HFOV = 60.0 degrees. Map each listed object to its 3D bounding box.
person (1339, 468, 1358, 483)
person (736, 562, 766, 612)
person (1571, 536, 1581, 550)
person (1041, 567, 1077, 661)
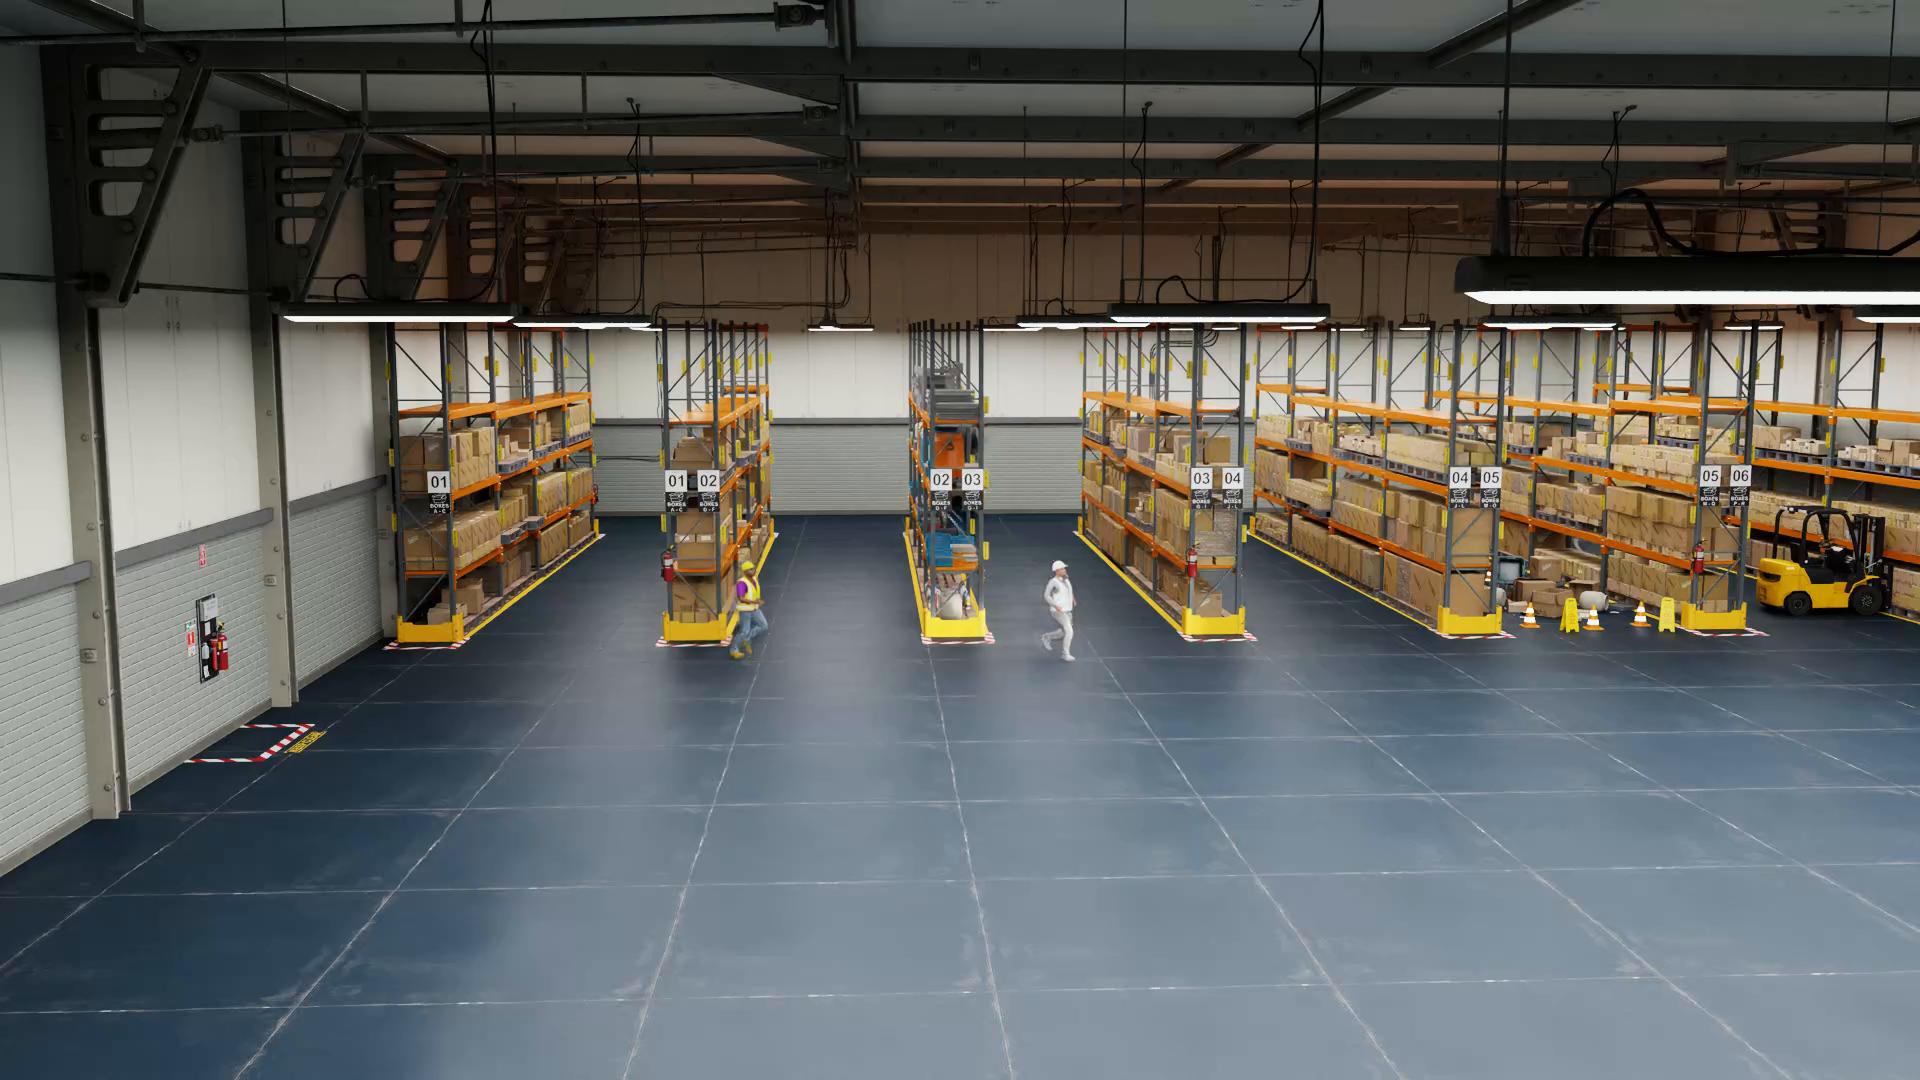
[{"bbox_3d":[11.675,-1.337,50.053,0.881,1.735,0.651,-3,8,-26],"label":"person"},{"bbox_3d":[-3.659,0.817,29.341,0.681,0.888,0.726,4,8,28],"label":"person"},{"bbox_3d":[15.800,-0.348,42.672,0.626,1.703,0.823,0,7,2],"label":"person"},{"bbox_3d":[1.745,1.265,29.427,0.708,1.710,0.658,4,8,32],"label":"person"}]
